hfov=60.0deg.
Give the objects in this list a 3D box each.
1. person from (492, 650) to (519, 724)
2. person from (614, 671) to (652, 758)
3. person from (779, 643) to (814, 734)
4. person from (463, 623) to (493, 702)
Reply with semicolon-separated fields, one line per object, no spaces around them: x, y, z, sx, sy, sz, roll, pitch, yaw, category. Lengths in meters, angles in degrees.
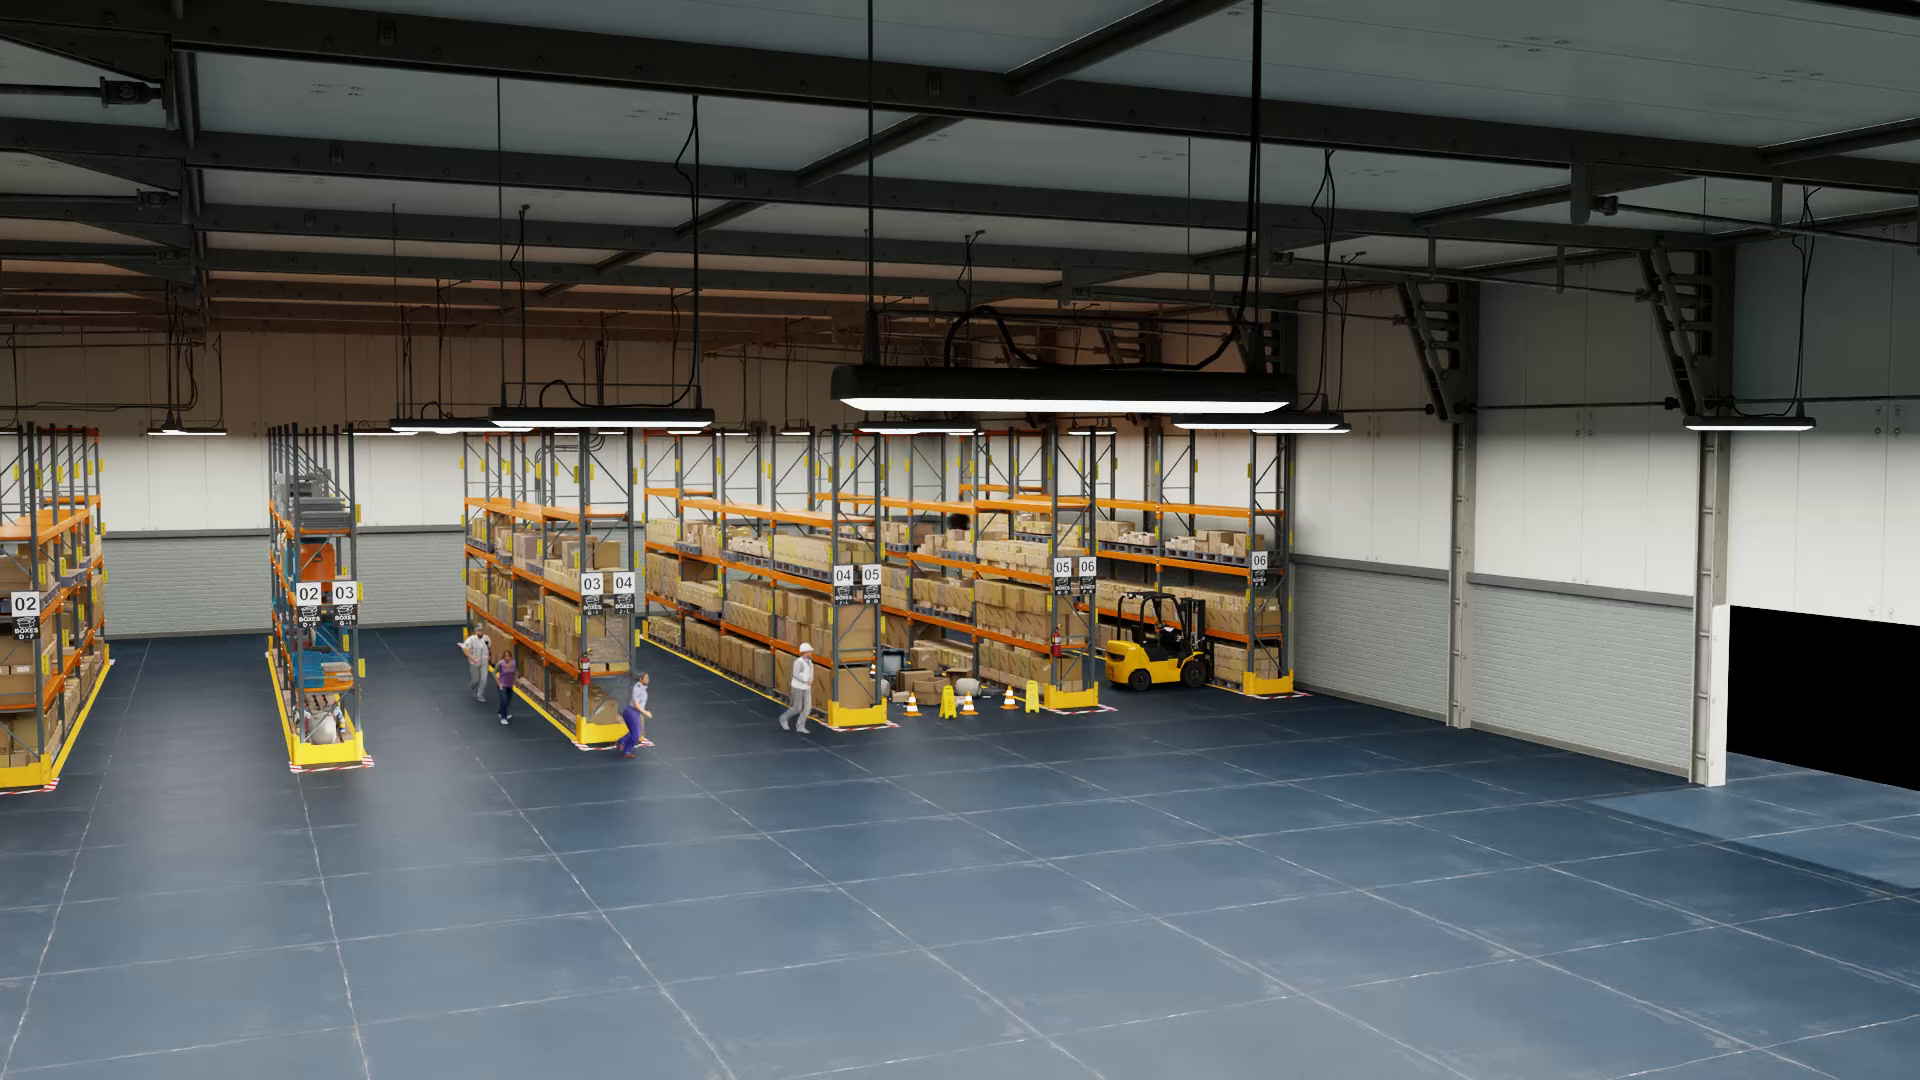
-9.138;2.931;33.424;0.792;1.517;0.570;3;5;44;person
-5.855;3.122;29.768;0.711;1.563;0.587;0;3;-2;person
-3.173;2.878;32.440;0.751;1.764;0.649;2;4;29;person
-10.526;2.657;36.290;0.661;1.724;0.698;-2;4;-32;person
